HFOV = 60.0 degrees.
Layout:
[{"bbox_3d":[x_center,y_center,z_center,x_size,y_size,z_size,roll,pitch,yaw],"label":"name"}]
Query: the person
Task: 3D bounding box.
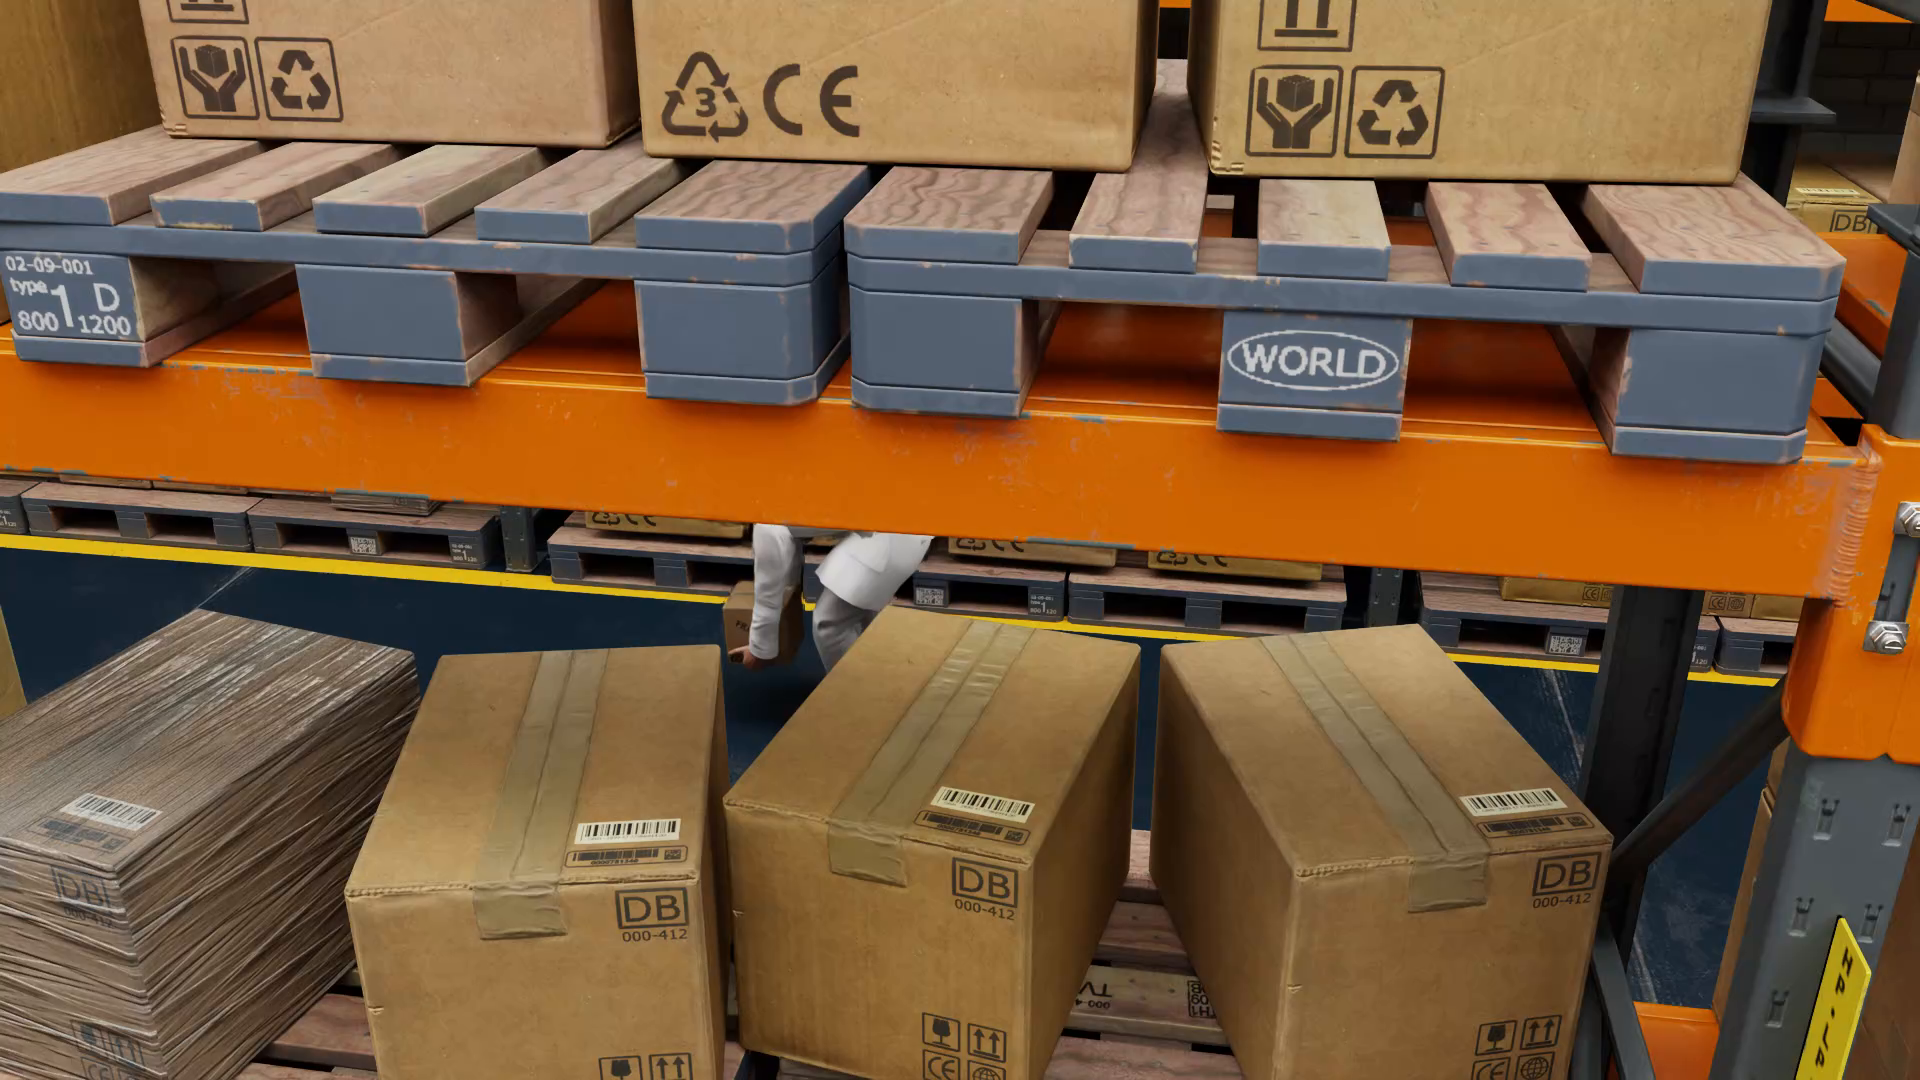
[{"bbox_3d":[-0.564,0.196,6.479,0.950,1.126,0.562,3,25,7],"label":"person"}]
